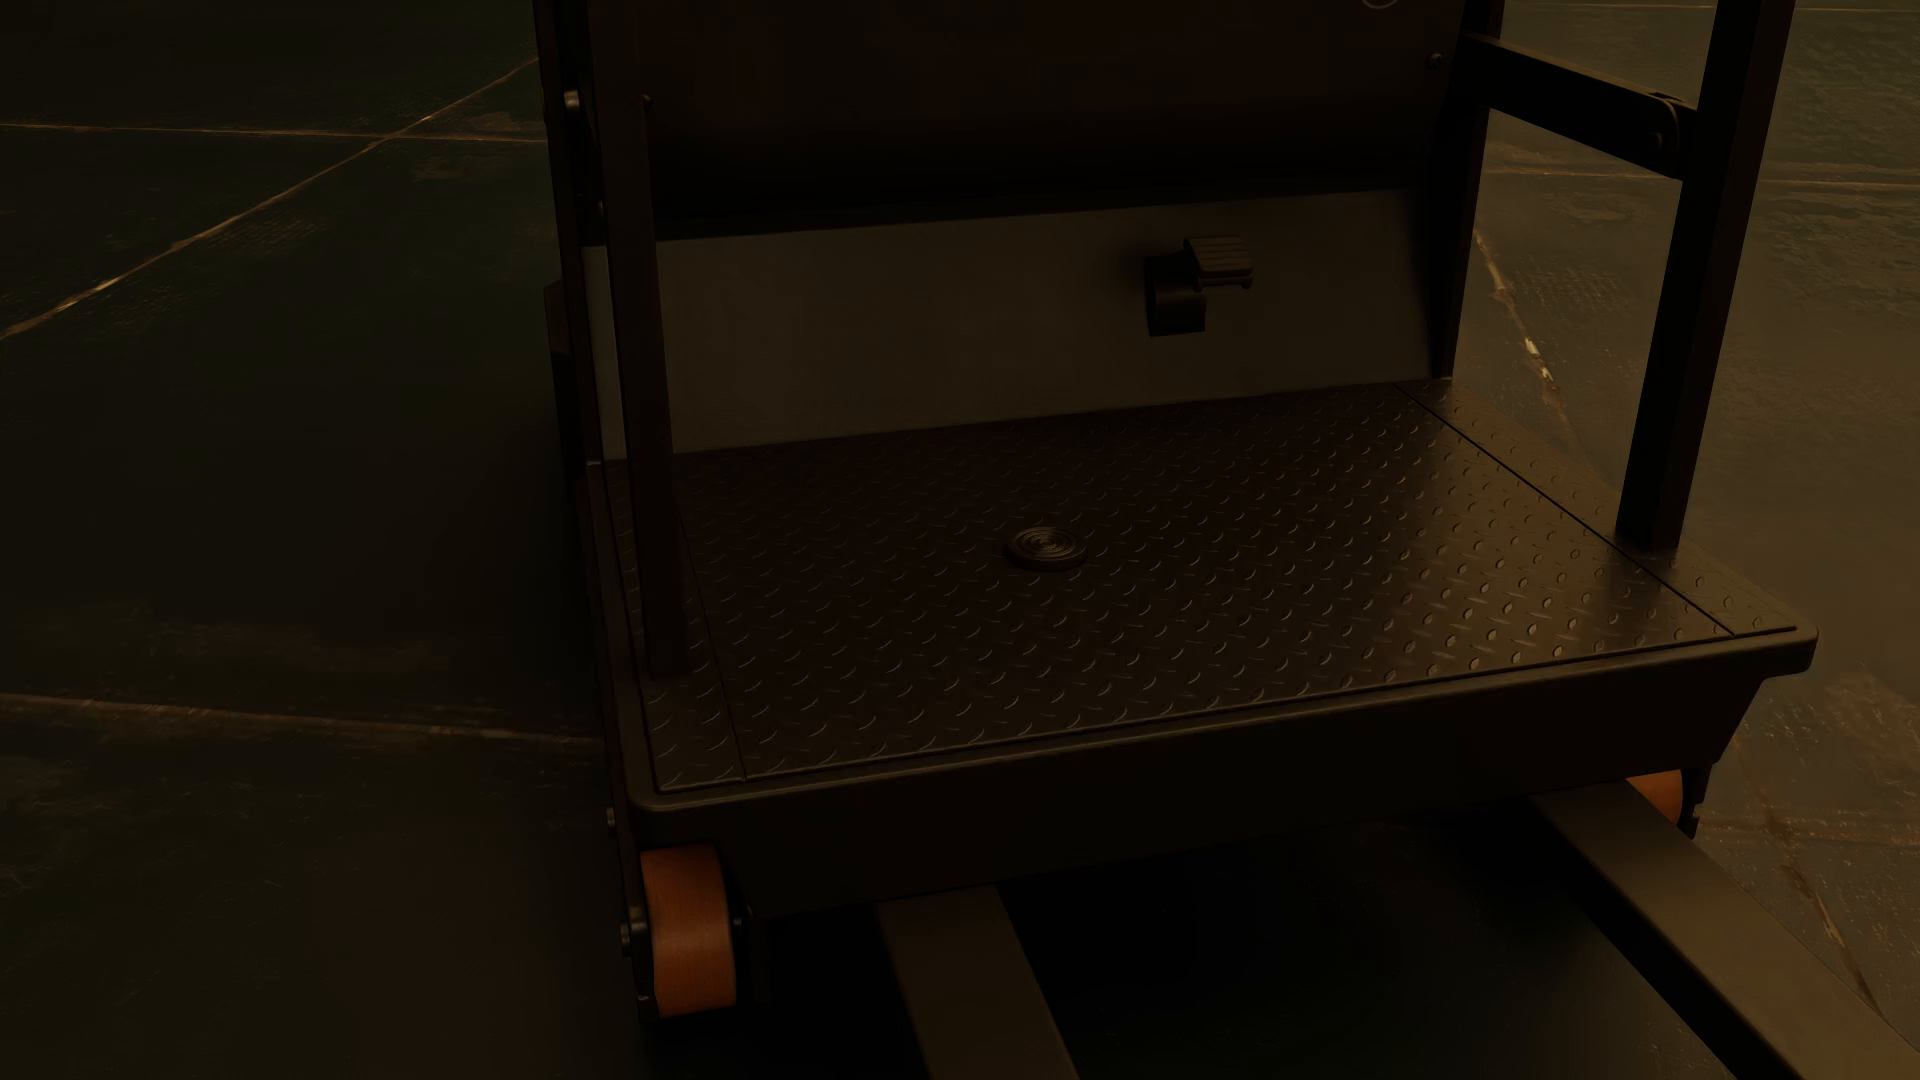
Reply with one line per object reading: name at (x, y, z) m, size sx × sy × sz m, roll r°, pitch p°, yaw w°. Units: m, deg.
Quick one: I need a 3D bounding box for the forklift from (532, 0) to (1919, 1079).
forklift at (0.153, -1.049, 1.319) m, size 1.130 × 2.935 × 3.031 m, roll -7°, pitch 27°, yaw -13°
